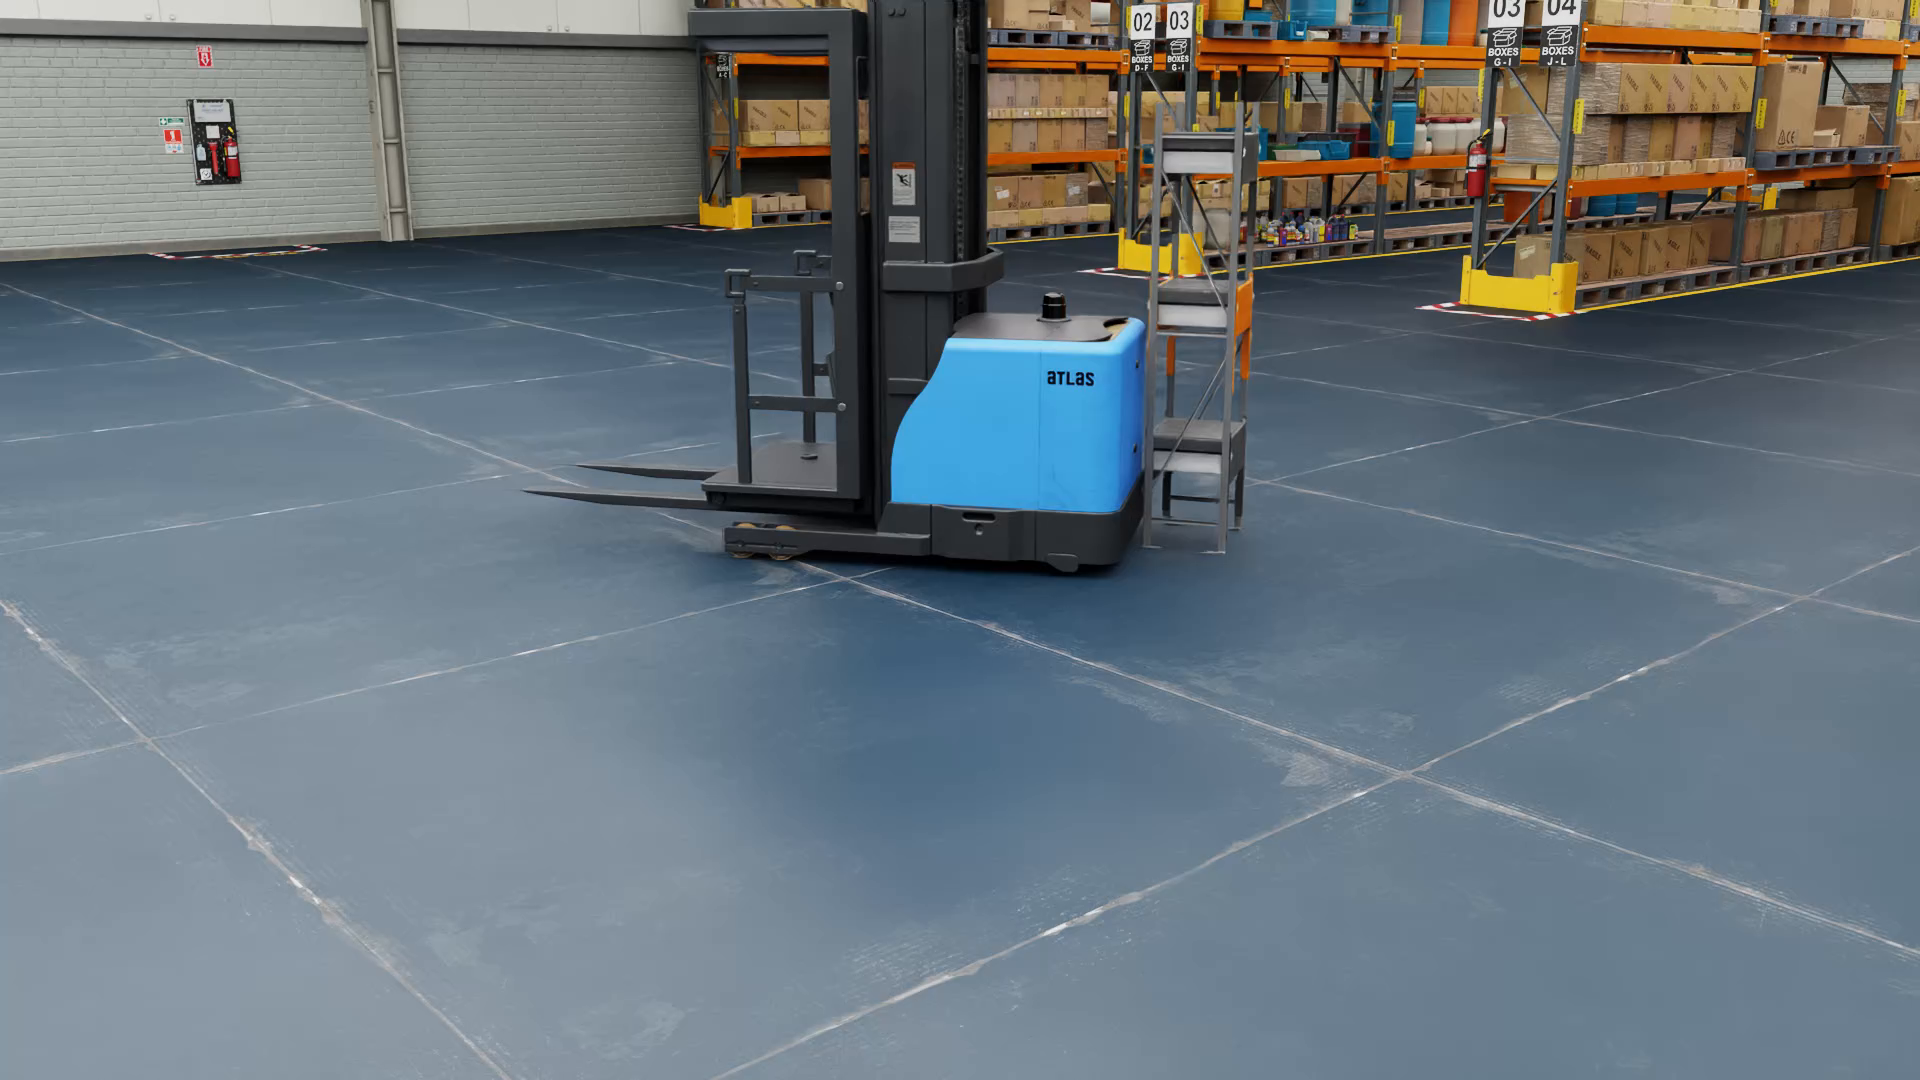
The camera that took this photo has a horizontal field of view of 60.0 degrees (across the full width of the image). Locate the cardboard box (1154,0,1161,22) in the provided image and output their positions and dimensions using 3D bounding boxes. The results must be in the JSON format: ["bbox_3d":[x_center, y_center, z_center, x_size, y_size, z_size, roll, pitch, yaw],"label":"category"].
[{"bbox_3d":[3.157,-8.608,26.874,0.500,0.500,0.500,-10,18,-34],"label":"cardboard box"}]

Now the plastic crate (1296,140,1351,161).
[{"bbox_3d":[4.844,-5.191,22.159,0.616,0.251,0.499,-13,19,-39],"label":"plastic crate"}]

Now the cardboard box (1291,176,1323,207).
[{"bbox_3d":[6.191,-6.262,29.871,0.500,0.500,0.500,-14,20,-41],"label":"cardboard box"}]

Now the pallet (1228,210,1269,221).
[{"bbox_3d":[4.622,-5.667,29.055,1.213,0.211,1.003,-13,19,-39],"label":"pallet"}]

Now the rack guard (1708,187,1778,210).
[{"bbox_3d":[14.562,-6.335,30.997,0.348,0.500,1.175,-13,19,-39],"label":"rack guard"}]

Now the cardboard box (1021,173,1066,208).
[{"bbox_3d":[1.286,-5.416,25.774,0.500,0.500,0.500,-13,19,-39],"label":"cardboard box"}]

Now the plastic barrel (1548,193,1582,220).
[{"bbox_3d":[9.728,-5.496,26.872,0.708,0.588,0.600,-13,19,-39],"label":"plastic barrel"}]

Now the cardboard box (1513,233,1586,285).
[{"bbox_3d":[6.216,-2.959,17.545,0.500,0.500,0.500,-9,17,-29],"label":"cardboard box"}]

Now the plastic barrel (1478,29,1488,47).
[{"bbox_3d":[7.712,-7.302,24.231,0.301,0.262,0.301,0,15,0],"label":"plastic barrel"}]

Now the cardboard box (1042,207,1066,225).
[{"bbox_3d":[1.294,-5.051,25.862,0.500,0.250,0.500,-13,19,-39],"label":"cardboard box"}]

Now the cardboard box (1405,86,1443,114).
[{"bbox_3d":[8.827,-8.380,31.678,0.500,0.500,0.500,-12,19,-38],"label":"cardboard box"}]

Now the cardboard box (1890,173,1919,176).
[{"bbox_3d":[12.981,-4.655,23.169,0.875,0.875,1.225,-13,19,-39],"label":"cardboard box"}]

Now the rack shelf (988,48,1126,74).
[{"bbox_3d":[0.743,-7.231,25.090,4.000,0.370,1.077,-13,19,-39],"label":"rack shelf"}]

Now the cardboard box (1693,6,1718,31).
[{"bbox_3d":[7.797,-5.614,17.932,0.500,0.250,0.500,-13,20,-40],"label":"cardboard box"}]

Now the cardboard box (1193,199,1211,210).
[{"bbox_3d":[3.878,-5.623,28.004,0.500,0.250,0.500,-12,19,-38],"label":"cardboard box"}]

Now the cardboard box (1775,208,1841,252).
[{"bbox_3d":[10.867,-4.008,21.432,0.700,0.500,0.500,14,20,42],"label":"cardboard box"}]

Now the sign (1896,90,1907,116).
[{"bbox_3d":[12.132,-5.634,21.438,0.005,0.325,0.100,-13,19,-39],"label":"sign"}]

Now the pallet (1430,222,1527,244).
[{"bbox_3d":[7.908,-4.710,25.473,1.213,0.211,1.003,-13,19,-39],"label":"pallet"}]

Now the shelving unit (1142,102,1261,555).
[{"bbox_3d":[1.157,-1.019,7.996,0.431,2.100,0.503,5,16,18],"label":"shelving unit"}]

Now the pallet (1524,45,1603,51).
[{"bbox_3d":[9.159,-7.649,25.628,1.213,0.211,1.003,-13,19,-39],"label":"pallet"}]

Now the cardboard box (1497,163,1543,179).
[{"bbox_3d":[5.814,-3.828,17.257,0.250,0.149,0.380,-13,19,-39],"label":"cardboard box"}]

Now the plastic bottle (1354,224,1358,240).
[{"bbox_3d":[5.431,-4.242,22.887,0.097,0.201,0.097,0,15,0],"label":"plastic bottle"}]

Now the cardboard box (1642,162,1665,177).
[{"bbox_3d":[7.301,-3.977,17.813,0.250,0.149,0.380,-13,19,-39],"label":"cardboard box"}]

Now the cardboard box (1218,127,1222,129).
[{"bbox_3d":[4.467,-6.989,28.774,0.500,0.311,0.500,-13,20,-40],"label":"cardboard box"}]

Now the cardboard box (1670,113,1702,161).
[{"bbox_3d":[7.660,-4.485,18.456,0.500,0.500,0.875,-13,19,-39],"label":"cardboard box"}]

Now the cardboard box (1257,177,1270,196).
[{"bbox_3d":[5.036,-6.154,28.906,0.500,0.311,0.500,-12,19,-38],"label":"cardboard box"}]

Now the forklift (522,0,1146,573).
[{"bbox_3d":[-0.646,-1.446,7.984,3.031,2.935,1.130,3,15,12],"label":"forklift"}]

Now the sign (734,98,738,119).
[{"bbox_3d":[-3.664,-7.067,27.216,0.005,0.325,0.100,-13,19,-39],"label":"sign"}]

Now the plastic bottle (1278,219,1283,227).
[{"bbox_3d":[4.390,-4.277,22.885,0.097,0.271,0.097,0,15,0],"label":"plastic bottle"}]

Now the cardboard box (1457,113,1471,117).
[{"bbox_3d":[9.613,-8.077,32.480,0.500,0.500,0.500,-13,20,-40],"label":"cardboard box"}]

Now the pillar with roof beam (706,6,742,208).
[{"bbox_3d":[-1.234,-9.101,24.886,0.400,9.000,9.100,-13,19,-39],"label":"pillar with roof beam"}]

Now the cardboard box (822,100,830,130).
[{"bbox_3d":[-2.308,-7.334,28.692,0.500,0.500,0.500,-12,19,-38],"label":"cardboard box"}]

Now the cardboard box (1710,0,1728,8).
[{"bbox_3d":[8.111,-5.858,18.075,0.250,0.149,0.380,-13,20,-41],"label":"cardboard box"}]

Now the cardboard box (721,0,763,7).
[{"bbox_3d":[-3.571,-8.762,27.259,0.500,0.500,0.500,14,21,43],"label":"cardboard box"}]

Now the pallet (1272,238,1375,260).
[{"bbox_3d":[4.966,-4.050,23.004,1.213,0.211,1.003,-13,19,-39],"label":"pallet"}]

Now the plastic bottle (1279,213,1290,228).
[{"bbox_3d":[4.477,-4.348,22.996,0.185,0.351,0.144,-14,20,-42],"label":"plastic bottle"}]

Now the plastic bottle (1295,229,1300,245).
[{"bbox_3d":[4.464,-4.024,22.074,0.097,0.201,0.097,0,15,0],"label":"plastic bottle"}]

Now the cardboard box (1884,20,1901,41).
[{"bbox_3d":[11.571,-6.465,21.119,0.500,0.250,0.500,-13,19,-39],"label":"cardboard box"}]

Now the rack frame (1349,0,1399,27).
[{"bbox_3d":[5.500,-8.401,22.265,0.127,3.000,1.000,-13,19,-39],"label":"rack frame"}]

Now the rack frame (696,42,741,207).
[{"bbox_3d":[-4.021,-6.754,27.723,0.127,3.000,1.000,-13,19,-39],"label":"rack frame"}]

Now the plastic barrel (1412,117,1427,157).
[{"bbox_3d":[6.366,-5.688,23.469,0.433,0.535,0.433,0,15,0],"label":"plastic barrel"}]

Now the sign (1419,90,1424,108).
[{"bbox_3d":[8.654,-8.275,31.174,0.005,0.325,0.100,-13,19,-39],"label":"sign"}]

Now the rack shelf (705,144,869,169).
[{"bbox_3d":[-2.512,-6.745,29.085,4.000,0.370,1.077,-13,19,-39],"label":"rack shelf"}]

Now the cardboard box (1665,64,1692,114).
[{"bbox_3d":[7.459,-4.831,17.815,0.500,0.500,0.500,-13,19,-39],"label":"cardboard box"}]

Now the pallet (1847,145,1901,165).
[{"bbox_3d":[11.301,-4.982,21.462,1.003,0.211,1.213,-13,19,-39],"label":"pallet"}]

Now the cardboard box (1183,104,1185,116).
[{"bbox_3d":[4.471,-8.773,34.473,0.500,0.500,0.500,-12,19,-39],"label":"cardboard box"}]

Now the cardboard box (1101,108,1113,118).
[{"bbox_3d":[2.187,-6.742,26.227,0.250,0.149,0.380,-13,20,-39],"label":"cardboard box"}]

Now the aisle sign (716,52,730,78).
[{"bbox_3d":[-3.878,-7.940,27.124,0.004,0.787,0.394,-13,19,-39],"label":"aisle sign"}]

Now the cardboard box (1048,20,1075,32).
[{"bbox_3d":[1.521,-7.809,25.261,0.250,0.149,0.380,-13,19,-39],"label":"cardboard box"}]

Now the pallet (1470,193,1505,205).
[{"bbox_3d":[10.646,-7.005,34.068,1.213,0.211,1.003,-13,19,-39],"label":"pallet"}]

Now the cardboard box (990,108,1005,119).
[{"bbox_3d":[0.449,-6.352,24.767,0.250,0.149,0.380,-14,20,-41],"label":"cardboard box"}]

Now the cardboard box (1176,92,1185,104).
[{"bbox_3d":[4.456,-9.137,34.383,0.500,0.250,0.500,-12,19,-38],"label":"cardboard box"}]
